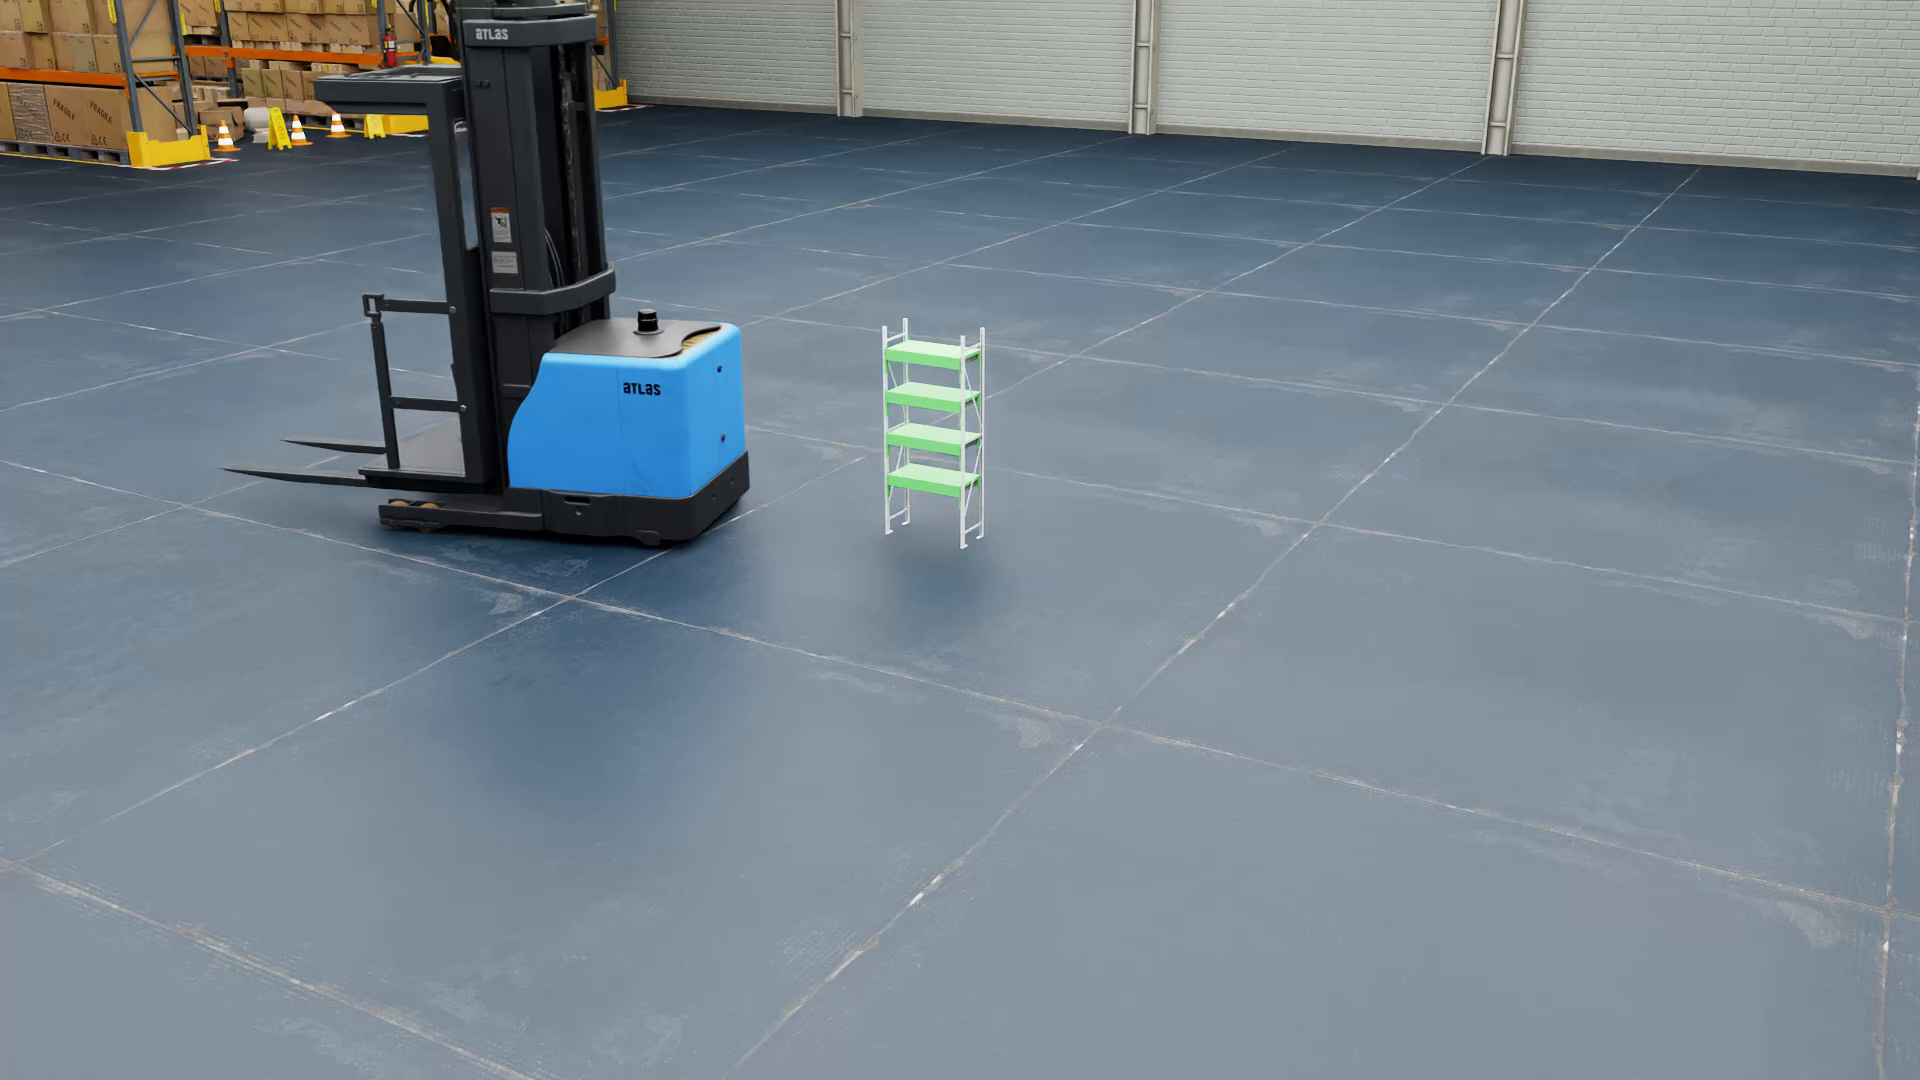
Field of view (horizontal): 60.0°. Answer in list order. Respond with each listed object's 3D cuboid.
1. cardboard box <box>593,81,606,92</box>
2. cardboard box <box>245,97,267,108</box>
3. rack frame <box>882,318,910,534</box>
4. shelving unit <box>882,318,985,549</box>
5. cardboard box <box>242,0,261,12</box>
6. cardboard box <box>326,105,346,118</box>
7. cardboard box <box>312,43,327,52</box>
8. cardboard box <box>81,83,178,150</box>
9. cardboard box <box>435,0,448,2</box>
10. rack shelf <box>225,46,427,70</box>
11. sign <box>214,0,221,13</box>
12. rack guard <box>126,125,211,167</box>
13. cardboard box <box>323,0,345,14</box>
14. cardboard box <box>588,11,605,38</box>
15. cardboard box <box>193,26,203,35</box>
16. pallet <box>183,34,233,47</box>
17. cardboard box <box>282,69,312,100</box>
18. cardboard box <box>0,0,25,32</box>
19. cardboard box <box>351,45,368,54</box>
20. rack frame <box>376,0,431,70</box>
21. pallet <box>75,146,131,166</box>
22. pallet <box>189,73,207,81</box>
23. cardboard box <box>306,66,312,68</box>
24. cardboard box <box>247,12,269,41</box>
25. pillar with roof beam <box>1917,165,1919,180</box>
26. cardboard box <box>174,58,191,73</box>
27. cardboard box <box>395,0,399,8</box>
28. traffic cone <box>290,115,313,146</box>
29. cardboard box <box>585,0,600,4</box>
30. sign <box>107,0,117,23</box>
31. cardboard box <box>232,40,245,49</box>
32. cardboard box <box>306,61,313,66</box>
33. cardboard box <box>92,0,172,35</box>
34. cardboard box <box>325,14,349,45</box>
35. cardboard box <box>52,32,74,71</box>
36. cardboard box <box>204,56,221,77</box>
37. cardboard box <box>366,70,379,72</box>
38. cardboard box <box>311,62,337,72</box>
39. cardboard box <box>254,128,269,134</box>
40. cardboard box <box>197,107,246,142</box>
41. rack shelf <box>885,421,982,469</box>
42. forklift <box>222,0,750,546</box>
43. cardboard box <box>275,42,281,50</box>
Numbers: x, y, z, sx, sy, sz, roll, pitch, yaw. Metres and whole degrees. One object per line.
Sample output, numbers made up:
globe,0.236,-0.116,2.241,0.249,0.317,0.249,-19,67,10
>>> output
cardboard box,-7.484,-9.115,33.511,0.500,0.250,0.500,11,23,28
cardboard box,-12.677,-7.984,30.392,0.500,0.250,0.500,10,22,25
rack frame,-0.358,-0.632,9.348,0.015,1.200,0.240,11,23,27
shelving unit,-0.145,-0.592,9.236,0.503,1.200,0.258,11,23,27
cardboard box,-12.346,-9.685,29.616,0.500,0.500,0.700,11,23,28
cardboard box,-10.853,-7.640,29.444,0.500,0.250,0.500,11,23,27
cardboard box,-11.149,-8.664,29.220,0.250,0.149,0.380,11,22,27
cardboard box,-12.518,-6.393,25.091,0.875,0.875,0.875,11,23,28
cardboard box,-10.509,-11.086,33.994,0.250,0.149,0.380,11,23,28
rack shelf,-11.314,-8.586,29.692,4.000,0.370,1.077,11,23,27
sign,-13.327,-9.636,29.832,0.005,0.325,0.100,11,23,27
rack guard,-11.873,-5.923,24.959,0.348,0.500,1.175,11,23,27
cardboard box,-10.558,-9.355,28.708,0.500,0.500,0.700,11,23,28
cardboard box,-7.447,-10.282,33.166,0.500,0.500,0.500,12,23,29
cardboard box,-13.865,-9.389,30.602,0.250,0.149,0.380,10,22,26
pallet,-13.656,-9.337,30.989,1.213,0.211,1.003,11,23,27
cardboard box,-11.752,-8.164,29.789,0.500,0.500,0.500,12,23,30
cardboard box,-14.139,-8.086,25.453,0.550,0.550,0.875,11,23,27
cardboard box,-10.274,-8.482,28.716,0.250,0.149,0.380,10,22,27
rack frame,-9.568,-8.592,28.653,0.127,3.000,1.000,11,23,27
pallet,-12.630,-5.900,25.322,1.213,0.211,1.003,11,23,27
pallet,-18.226,-10.869,39.021,1.213,0.211,1.003,11,23,27
cardboard box,-11.968,-8.412,30.473,0.500,0.500,0.500,11,23,28
cardboard box,-12.362,-9.211,29.777,0.500,0.500,0.500,11,23,27
pillar with roof beam,11.534,-8.002,18.228,0.400,9.000,9.100,11,23,27
cardboard box,-18.088,-11.180,39.113,0.500,0.311,0.500,12,23,29
cardboard box,-11.765,-11.176,34.679,0.250,0.149,0.380,10,22,26
traffic cone,-10.817,-6.700,27.157,0.334,0.463,0.336,11,23,27
cardboard box,-7.339,-10.682,32.879,0.250,0.149,0.380,10,22,26
sign,-12.170,-7.598,23.867,0.005,0.325,0.100,11,23,27
cardboard box,-12.941,-8.991,30.122,0.250,0.149,0.380,11,23,27
cardboard box,-14.609,-10.429,36.768,0.500,0.500,0.500,12,23,29
cardboard box,-12.199,-7.753,24.536,0.550,0.550,0.875,11,23,27
cardboard box,-10.611,-8.872,28.841,0.500,0.500,0.500,11,23,27
cardboard box,-13.158,-7.436,25.245,0.550,0.550,0.875,11,23,27
cardboard box,-16.844,-10.855,37.942,0.500,0.500,0.500,10,22,27
cardboard box,-10.158,-8.070,29.529,0.500,0.500,0.500,10,22,26
cardboard box,-11.195,-8.338,29.318,0.250,0.149,0.380,12,23,30
cardboard box,-11.697,-6.868,28.082,0.380,0.149,0.250,-11,23,-29
cardboard box,-12.336,-6.957,27.806,0.637,0.503,0.797,-4,20,-10
rack shelf,-0.145,-0.532,9.258,0.480,0.148,0.258,11,23,27
forklift,-2.838,-1.589,9.449,3.031,2.935,1.130,4,20,12
cardboard box,-12.002,-8.843,29.713,0.250,0.149,0.380,11,23,27
